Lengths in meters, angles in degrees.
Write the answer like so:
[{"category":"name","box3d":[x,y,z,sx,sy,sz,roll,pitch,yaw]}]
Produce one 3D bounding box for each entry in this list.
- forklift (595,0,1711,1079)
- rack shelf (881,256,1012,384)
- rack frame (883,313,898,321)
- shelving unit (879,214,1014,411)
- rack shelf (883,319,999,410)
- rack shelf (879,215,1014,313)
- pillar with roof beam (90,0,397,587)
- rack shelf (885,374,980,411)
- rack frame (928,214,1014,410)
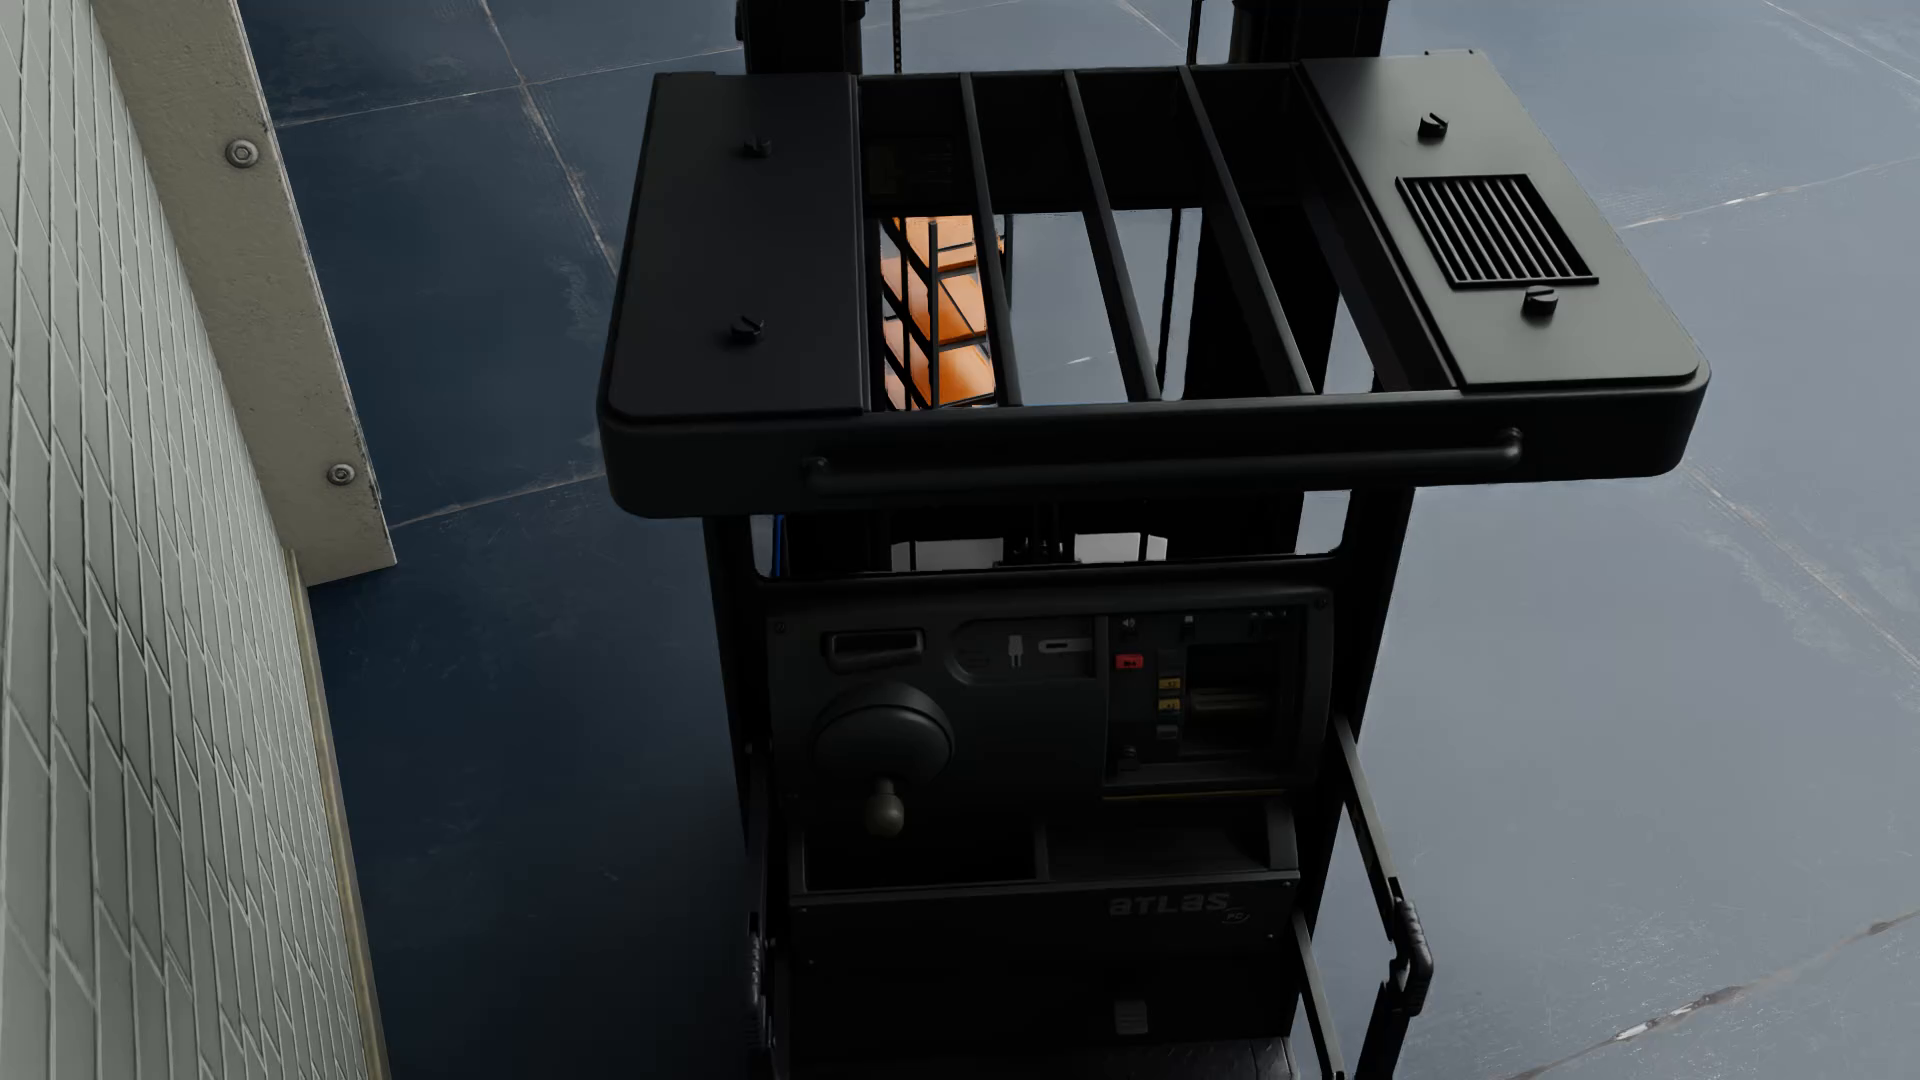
[{"category":"forklift","box3d":[0.168,0.356,2.588,1.130,2.935,3.031,-2,41,-3]},{"category":"rack shelf","box3d":[-0.063,-0.673,4.873,0.258,0.148,0.480,-15,43,-17]},{"category":"rack frame","box3d":[-0.157,-0.702,5.146,0.240,1.200,0.015,-15,43,-17]},{"category":"shelving unit","box3d":[-0.063,-0.555,4.975,0.258,1.200,0.503,-15,43,-17]},{"category":"rack shelf","box3d":[-0.063,-0.504,5.019,0.258,0.148,0.480,-15,43,-17]},{"category":"rack shelf","box3d":[-0.063,-0.853,4.719,0.258,0.148,0.480,-15,43,-17]},{"category":"pillar with roof beam","box3d":[2.011,-4.492,3.572,9.100,9.000,0.400,-15,43,-17]},{"category":"rack shelf","box3d":[-0.063,-0.353,5.148,0.258,0.148,0.480,-15,43,-17]},{"category":"rack frame","box3d":[0.030,-0.408,4.804,0.240,1.200,0.015,-15,43,-17]}]
